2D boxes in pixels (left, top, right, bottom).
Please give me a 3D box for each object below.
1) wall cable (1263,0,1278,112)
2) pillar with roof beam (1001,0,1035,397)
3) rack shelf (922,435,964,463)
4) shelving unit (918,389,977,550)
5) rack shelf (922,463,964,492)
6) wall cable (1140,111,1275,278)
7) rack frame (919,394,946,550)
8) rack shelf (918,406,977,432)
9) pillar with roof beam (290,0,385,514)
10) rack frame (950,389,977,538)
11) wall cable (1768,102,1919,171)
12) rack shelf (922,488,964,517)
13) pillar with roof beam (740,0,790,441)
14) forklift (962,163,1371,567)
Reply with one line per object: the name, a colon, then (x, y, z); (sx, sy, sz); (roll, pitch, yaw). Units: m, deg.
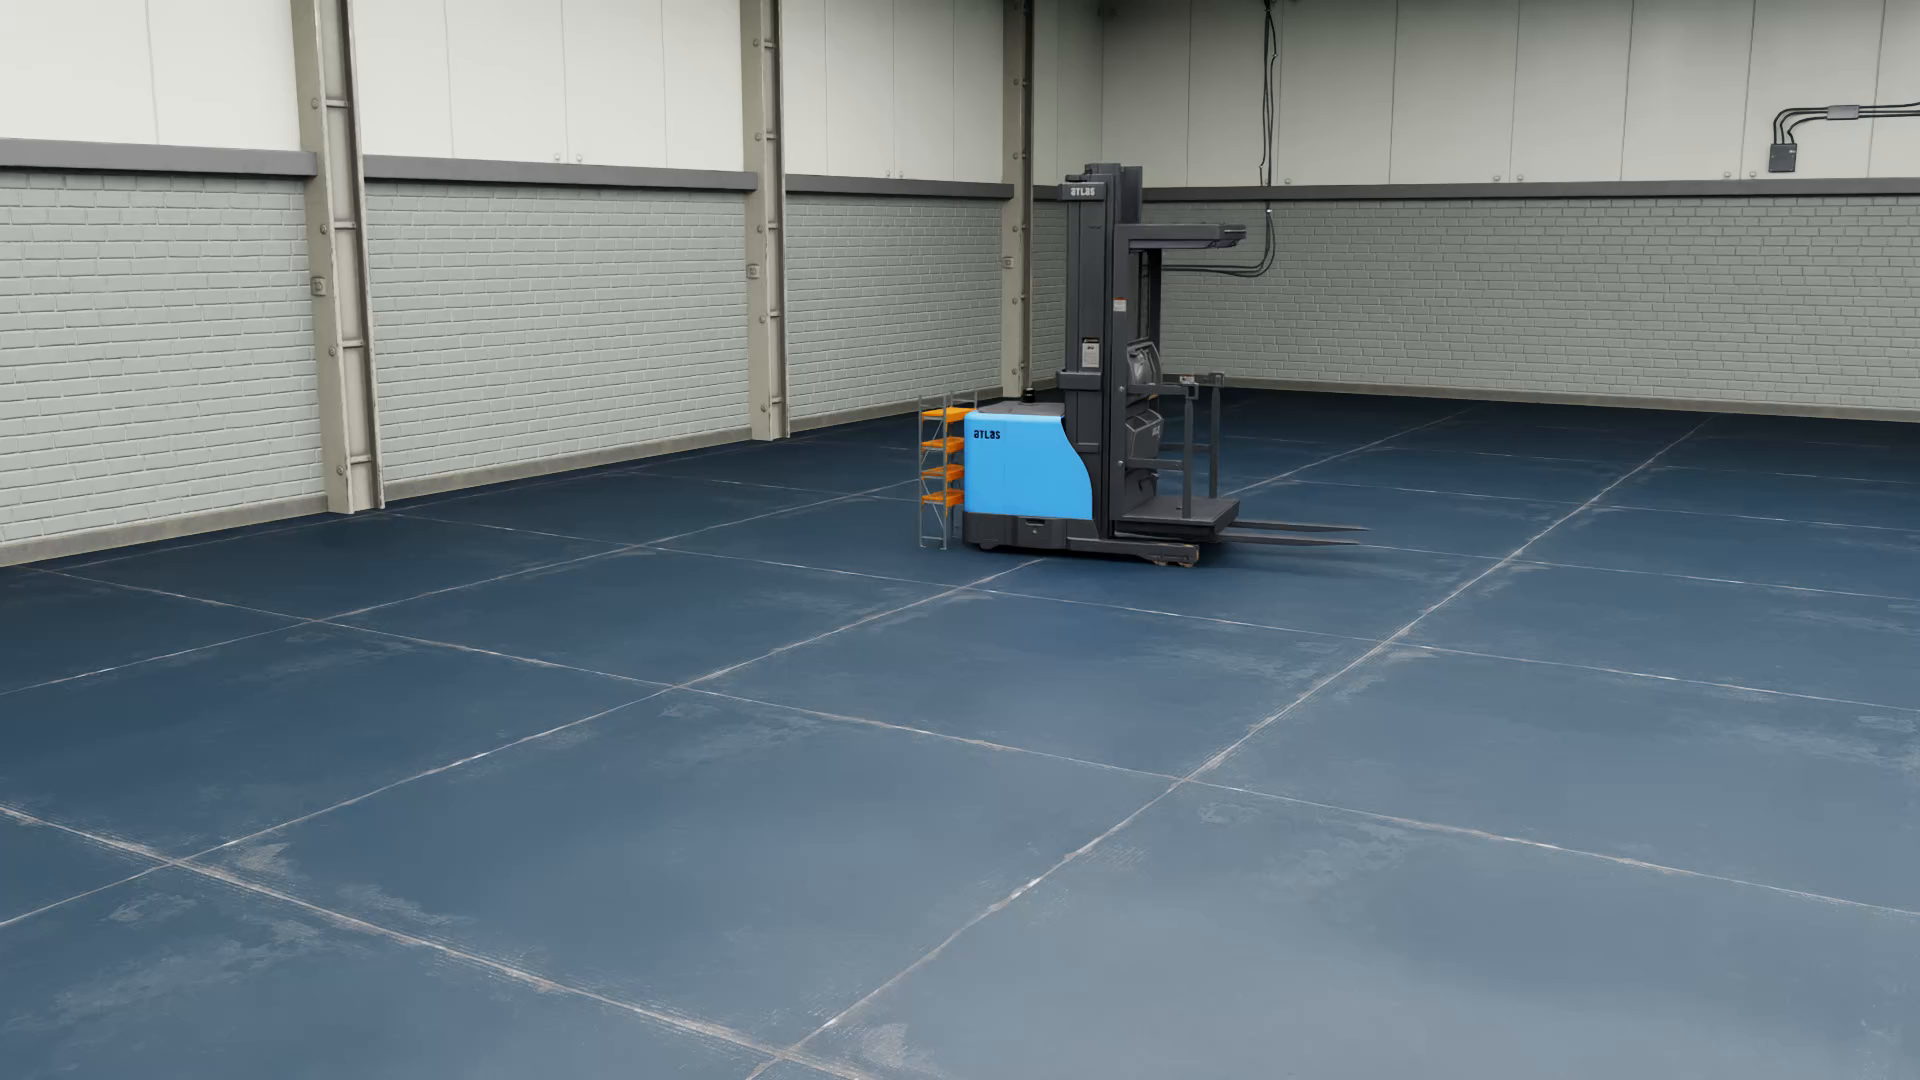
wall cable: (5.817, -7.618, 24.318); (3.097, 2.526, 0.112); (6, 12, 31)
pillar with roof beam: (4.525, -6.172, 21.881); (9.100, 9.000, 0.400); (6, 12, 31)
rack shelf: (-0.092, -0.718, 13.091); (0.258, 0.148, 0.480); (6, 12, 29)
shelving unit: (-0.092, -0.564, 13.120); (0.258, 1.200, 0.503); (6, 12, 29)
rack shelf: (-0.092, -0.498, 13.132); (0.258, 0.148, 0.480); (6, 12, 29)
wall cable: (3.505, -5.394, 26.164); (3.097, 2.526, 0.112); (6, 12, 31)
rack frame: (-0.213, -0.525, 12.911); (0.240, 1.200, 0.015); (6, 12, 29)
rack shelf: (-0.092, -0.950, 13.047); (0.258, 0.148, 0.480); (6, 12, 29)
pillar with roof beam: (-1.705, -4.285, 11.800); (9.100, 9.000, 0.400); (6, 12, 31)
rack frame: (0.029, -0.603, 13.328); (0.240, 1.200, 0.015); (6, 12, 29)
wall cable: (11.611, -7.682, 20.707); (2.305, 6.003, 0.169); (6, 12, 31)
rack shelf: (-0.092, -0.303, 13.169); (0.258, 0.148, 0.480); (6, 12, 29)
pillar with roof beam: (1.410, -5.228, 16.840); (9.100, 9.000, 0.400); (6, 12, 31)
forklift: (1.589, -1.349, 12.612); (3.031, 2.935, 1.130); (4, 11, 20)
